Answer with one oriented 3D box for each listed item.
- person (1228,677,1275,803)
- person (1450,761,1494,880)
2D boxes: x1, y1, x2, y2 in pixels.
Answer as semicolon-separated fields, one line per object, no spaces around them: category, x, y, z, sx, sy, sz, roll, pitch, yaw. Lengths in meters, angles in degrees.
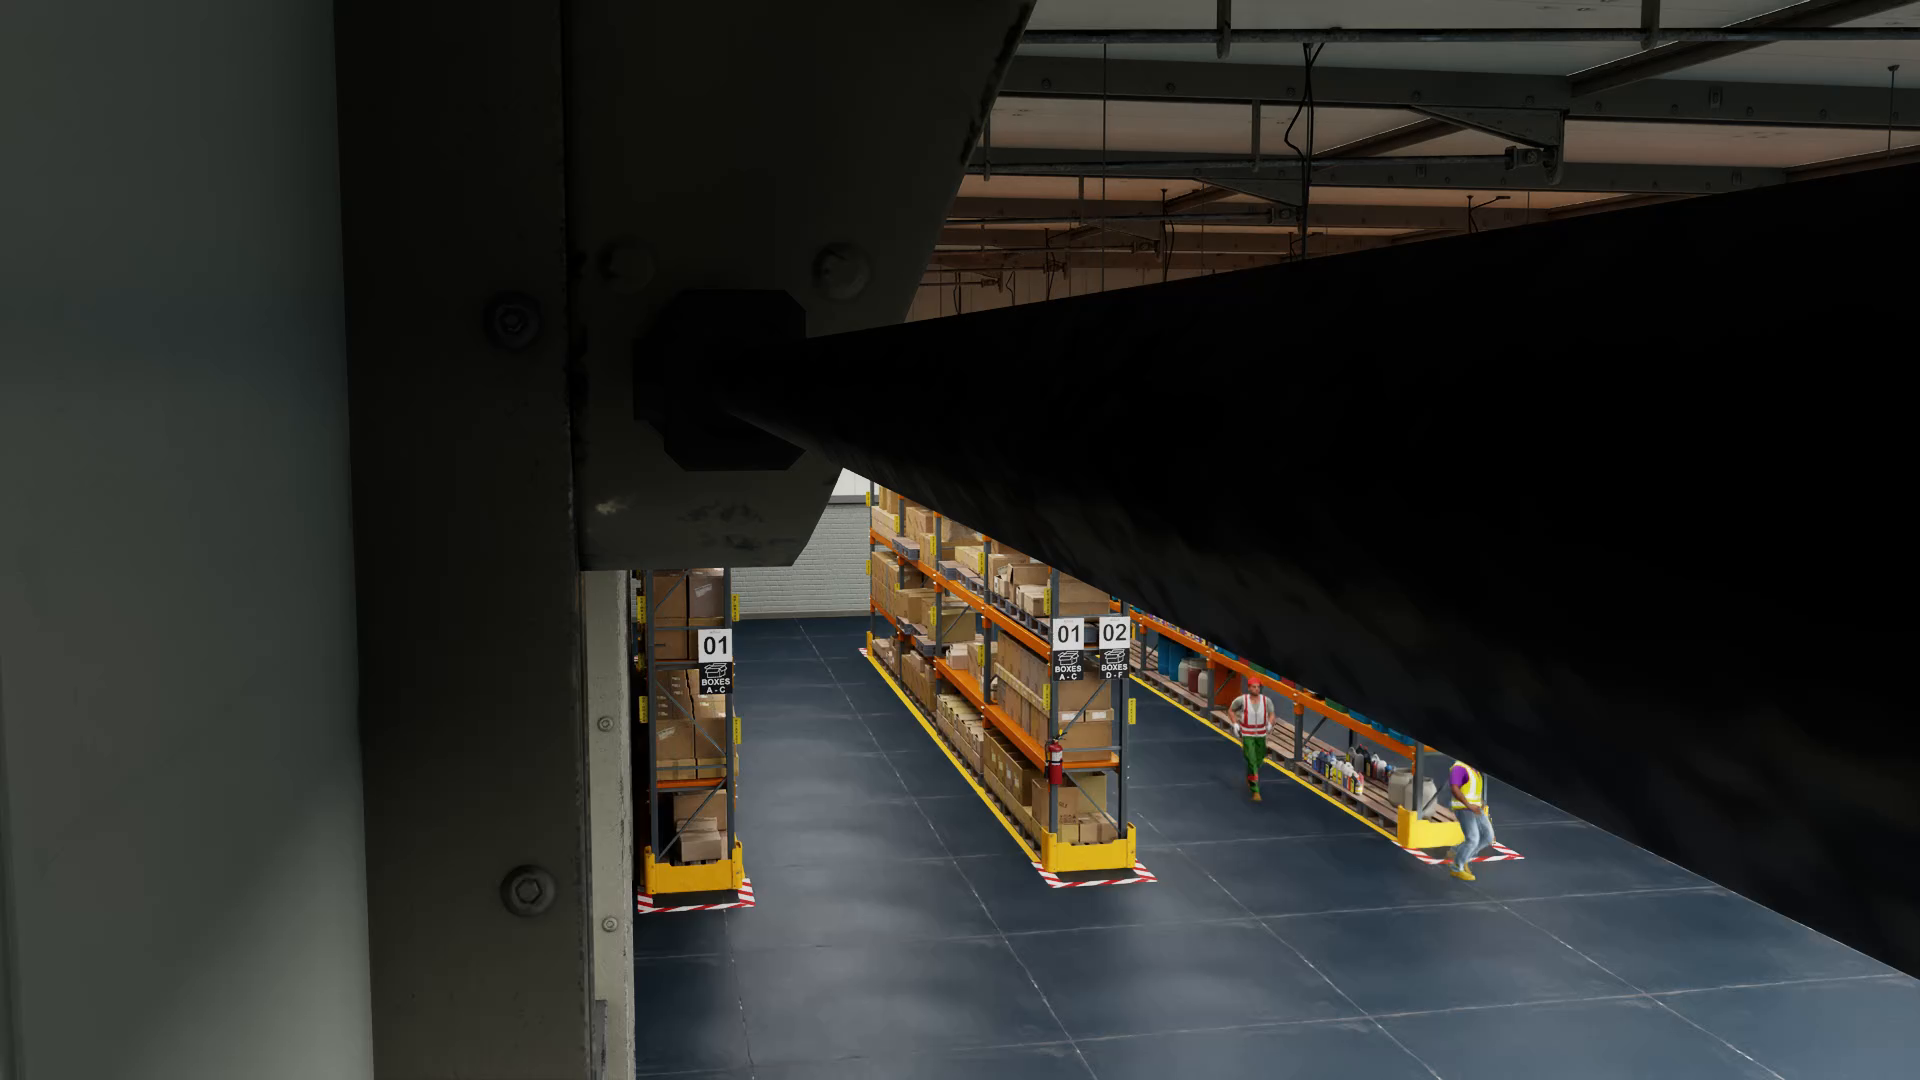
person;4.314;2.891;24.490;0.663;1.789;0.863;-1;6;-8
person;6.351;3.332;20.640;0.560;1.707;0.761;5;8;37
